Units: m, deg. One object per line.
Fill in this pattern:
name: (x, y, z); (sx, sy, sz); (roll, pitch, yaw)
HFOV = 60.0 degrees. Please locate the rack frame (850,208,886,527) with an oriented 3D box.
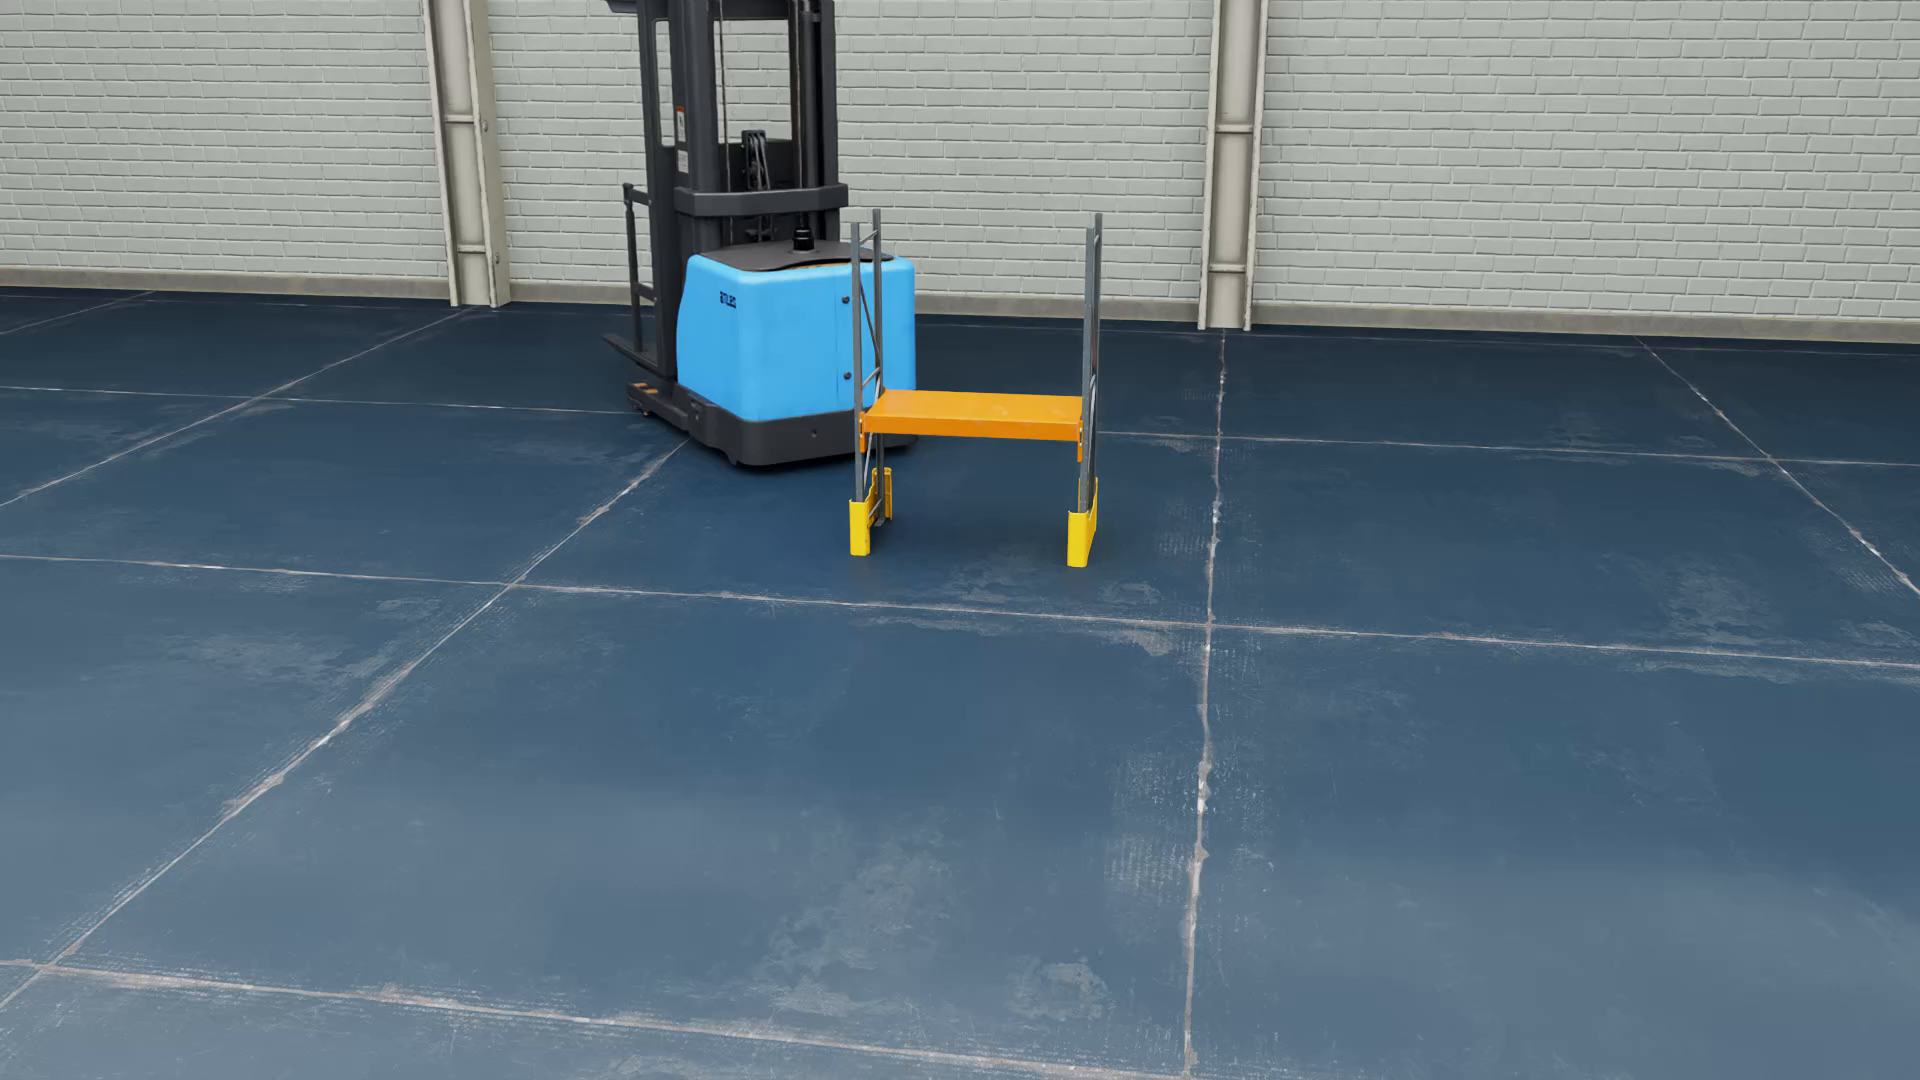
rack frame: (-0.418, -0.733, 7.629); (0.032, 1.500, 0.500); (3, 19, 9)

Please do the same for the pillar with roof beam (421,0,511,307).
pillar with roof beam: (-4.590, -4.854, 8.129); (0.400, 9.000, 9.100); (3, 19, 9)

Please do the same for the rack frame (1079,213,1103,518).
rack frame: (0.586, -0.681, 7.476); (0.032, 1.500, 0.500); (3, 19, 9)

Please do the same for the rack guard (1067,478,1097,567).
rack guard: (0.567, -0.090, 7.677); (0.087, 0.250, 0.587); (3, 19, 9)

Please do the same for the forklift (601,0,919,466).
forklift: (-1.390, -2.200, 9.758); (1.130, 2.935, 3.031); (-10, 21, -28)

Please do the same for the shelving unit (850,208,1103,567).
shelving unit: (0.075, -0.707, 7.554); (1.083, 1.500, 0.587); (3, 19, 9)

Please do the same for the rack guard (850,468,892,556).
rack guard: (-0.416, -0.140, 7.827); (0.087, 0.250, 0.587); (3, 19, 9)

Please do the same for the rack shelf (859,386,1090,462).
rack shelf: (0.084, -0.536, 7.609); (1.000, 0.185, 0.538); (3, 19, 9)

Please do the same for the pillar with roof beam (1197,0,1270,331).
pillar with roof beam: (1.334, -4.552, 7.226); (0.400, 9.000, 9.100); (3, 19, 9)
